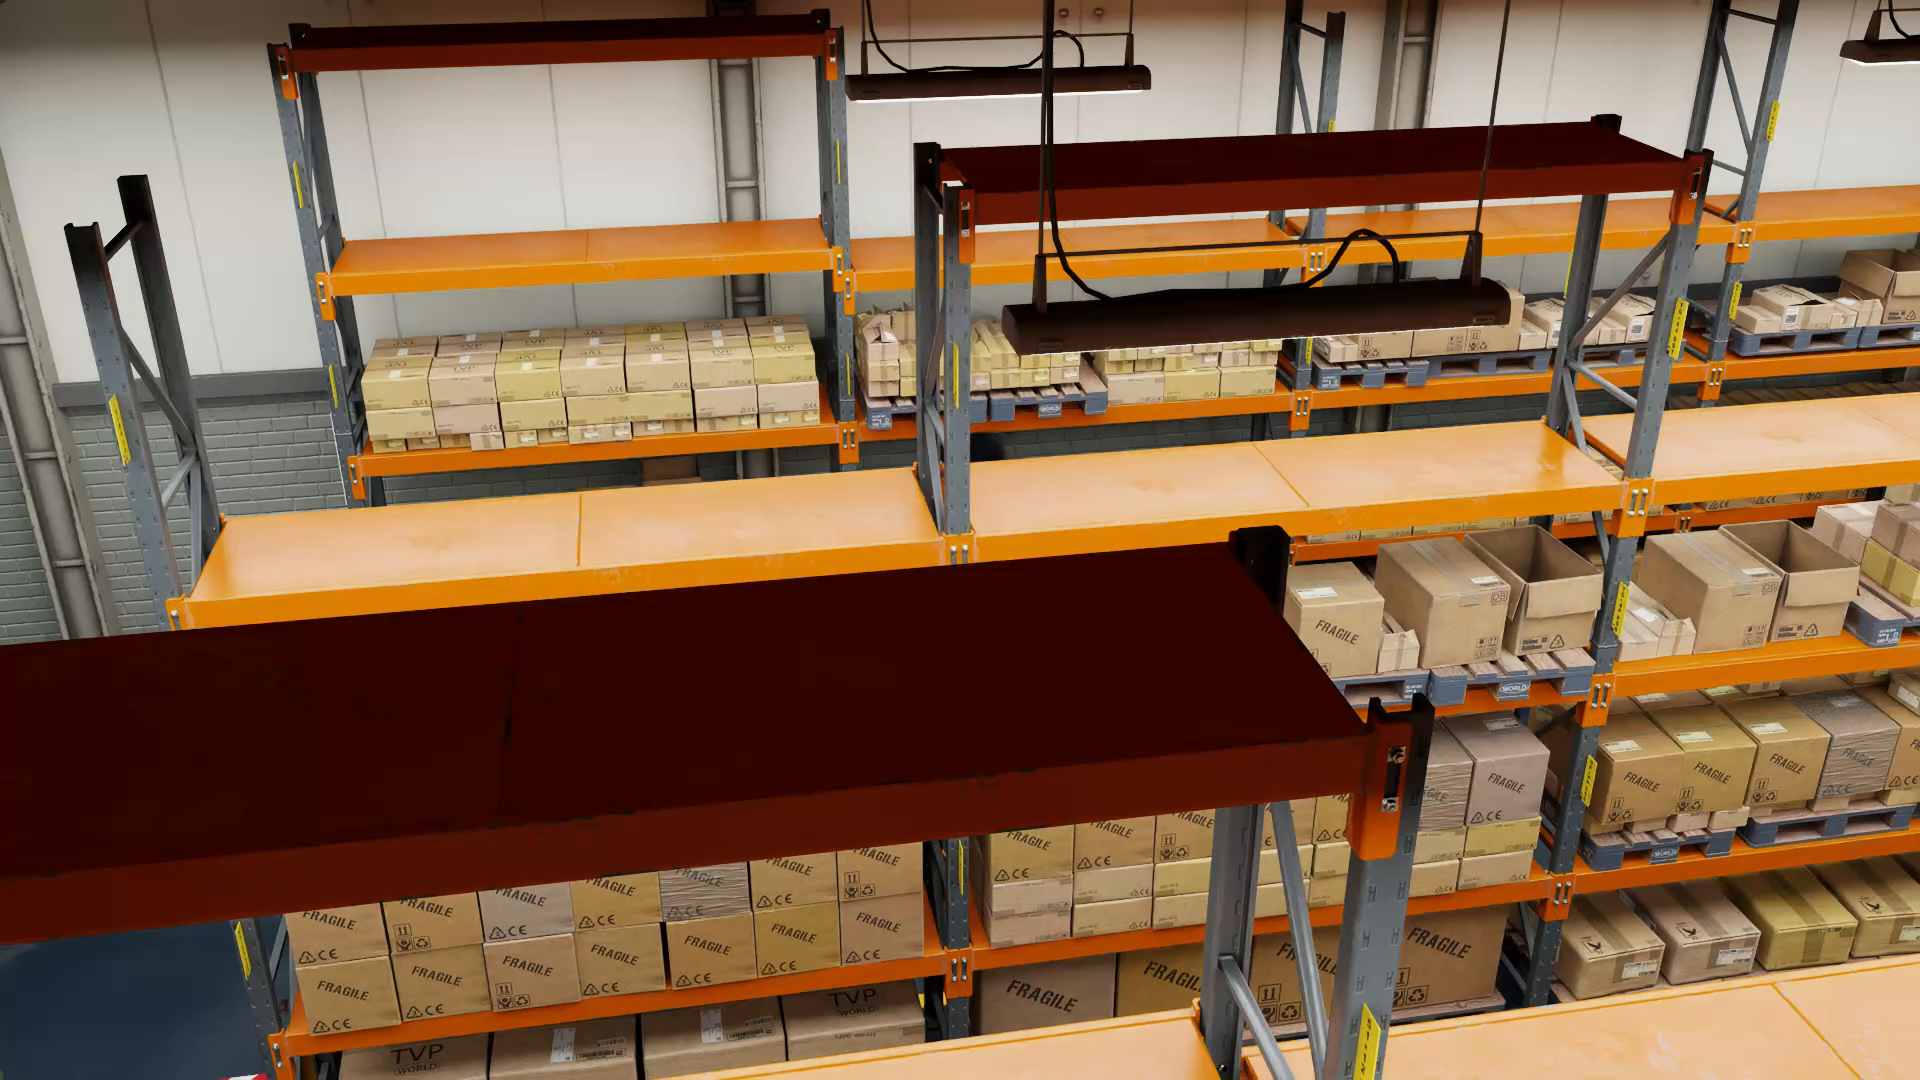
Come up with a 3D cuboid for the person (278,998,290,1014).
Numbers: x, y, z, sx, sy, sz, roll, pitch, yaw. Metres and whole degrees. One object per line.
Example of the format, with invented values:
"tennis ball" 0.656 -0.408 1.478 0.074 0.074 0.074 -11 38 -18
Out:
"person" -4.309 2.464 11.335 0.871 1.635 0.671 -19 32 -34
